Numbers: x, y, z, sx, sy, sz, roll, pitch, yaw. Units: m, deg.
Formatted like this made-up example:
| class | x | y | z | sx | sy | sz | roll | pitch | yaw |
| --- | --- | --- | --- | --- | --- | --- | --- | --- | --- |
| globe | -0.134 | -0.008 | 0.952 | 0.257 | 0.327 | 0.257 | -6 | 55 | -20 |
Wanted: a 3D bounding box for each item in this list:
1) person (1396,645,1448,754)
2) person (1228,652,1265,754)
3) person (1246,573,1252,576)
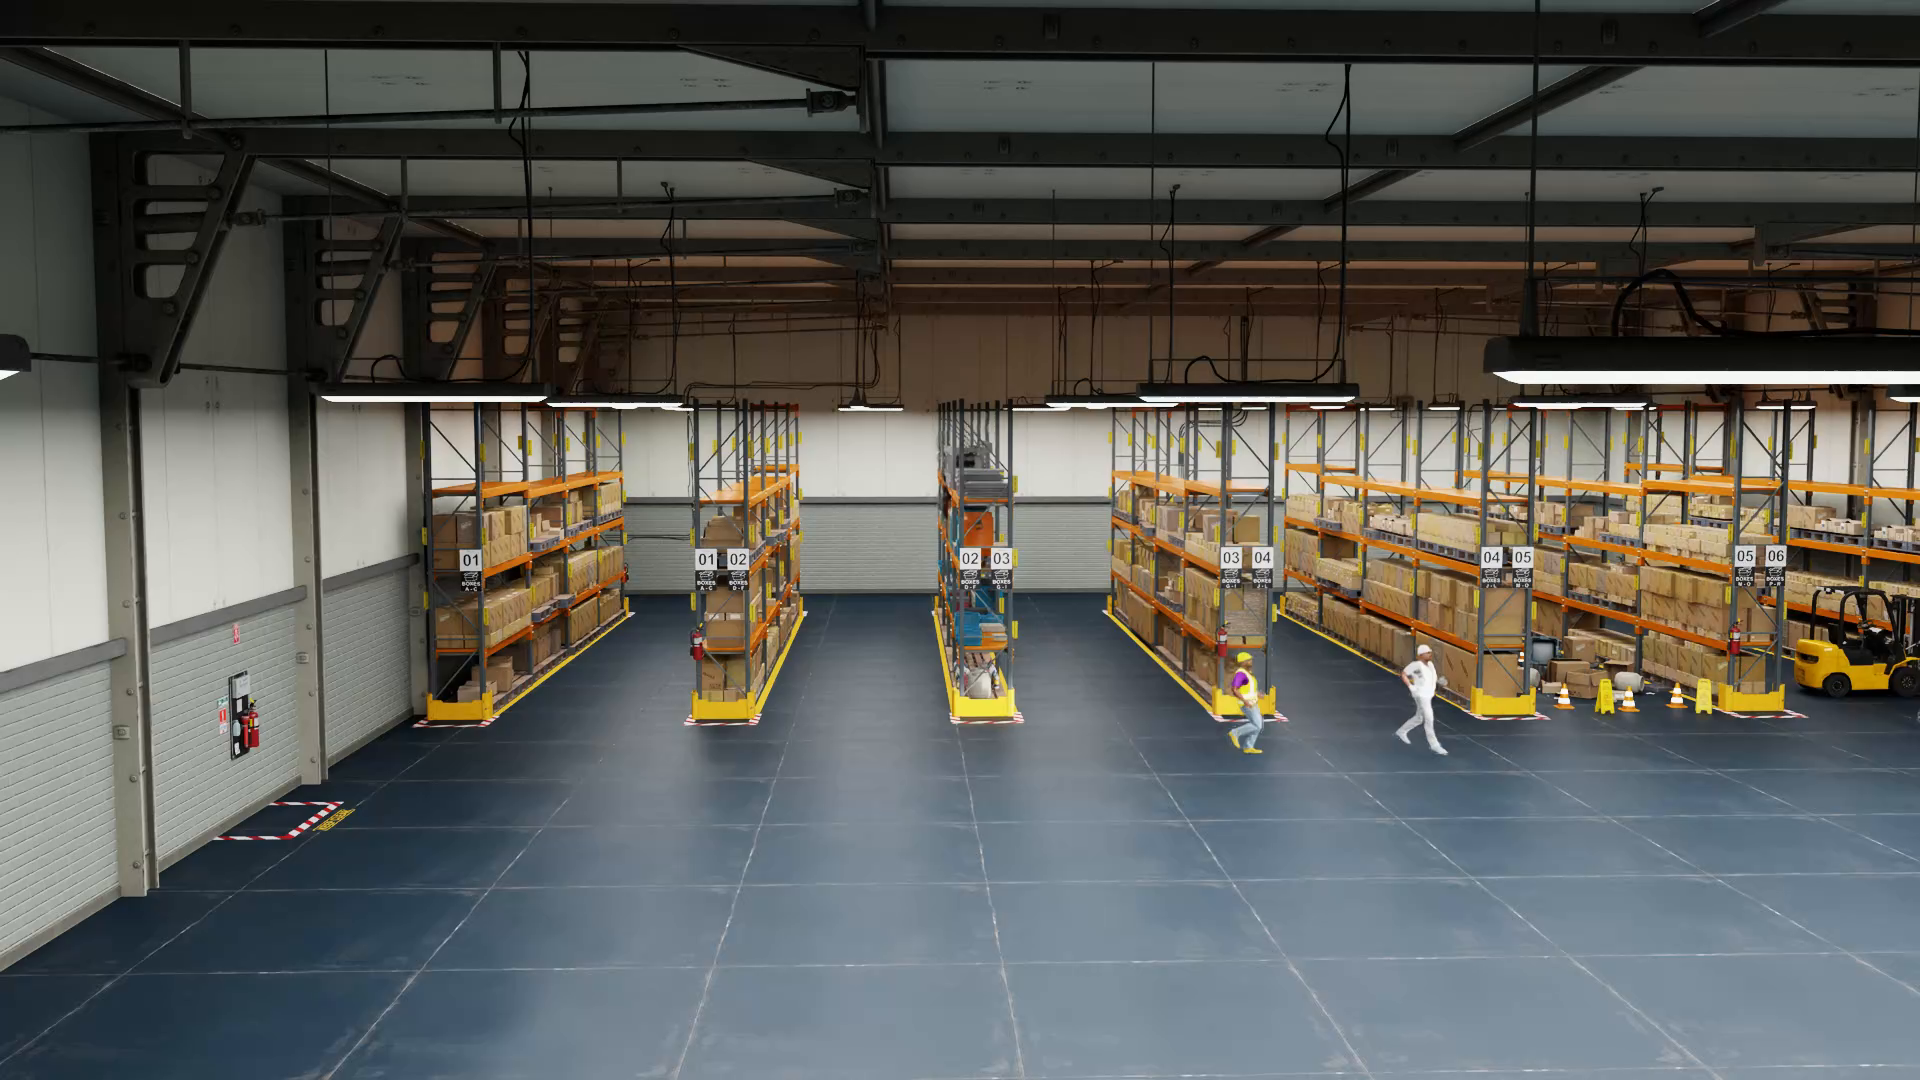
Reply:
| class | x | y | z | sx | sy | sz | roll | pitch | yaw |
| --- | --- | --- | --- | --- | --- | --- | --- | --- | --- |
| person | 7.849 | 2.673 | 28.204 | 0.982 | 1.798 | 0.678 | 4 | 6 | 40 |
| person | 4.822 | 2.739 | 27.978 | 0.562 | 1.708 | 0.691 | 2 | 5 | 20 |
| person | 8.096 | 1.291 | 47.300 | 0.688 | 1.726 | 0.799 | 1 | 4 | 11 |
